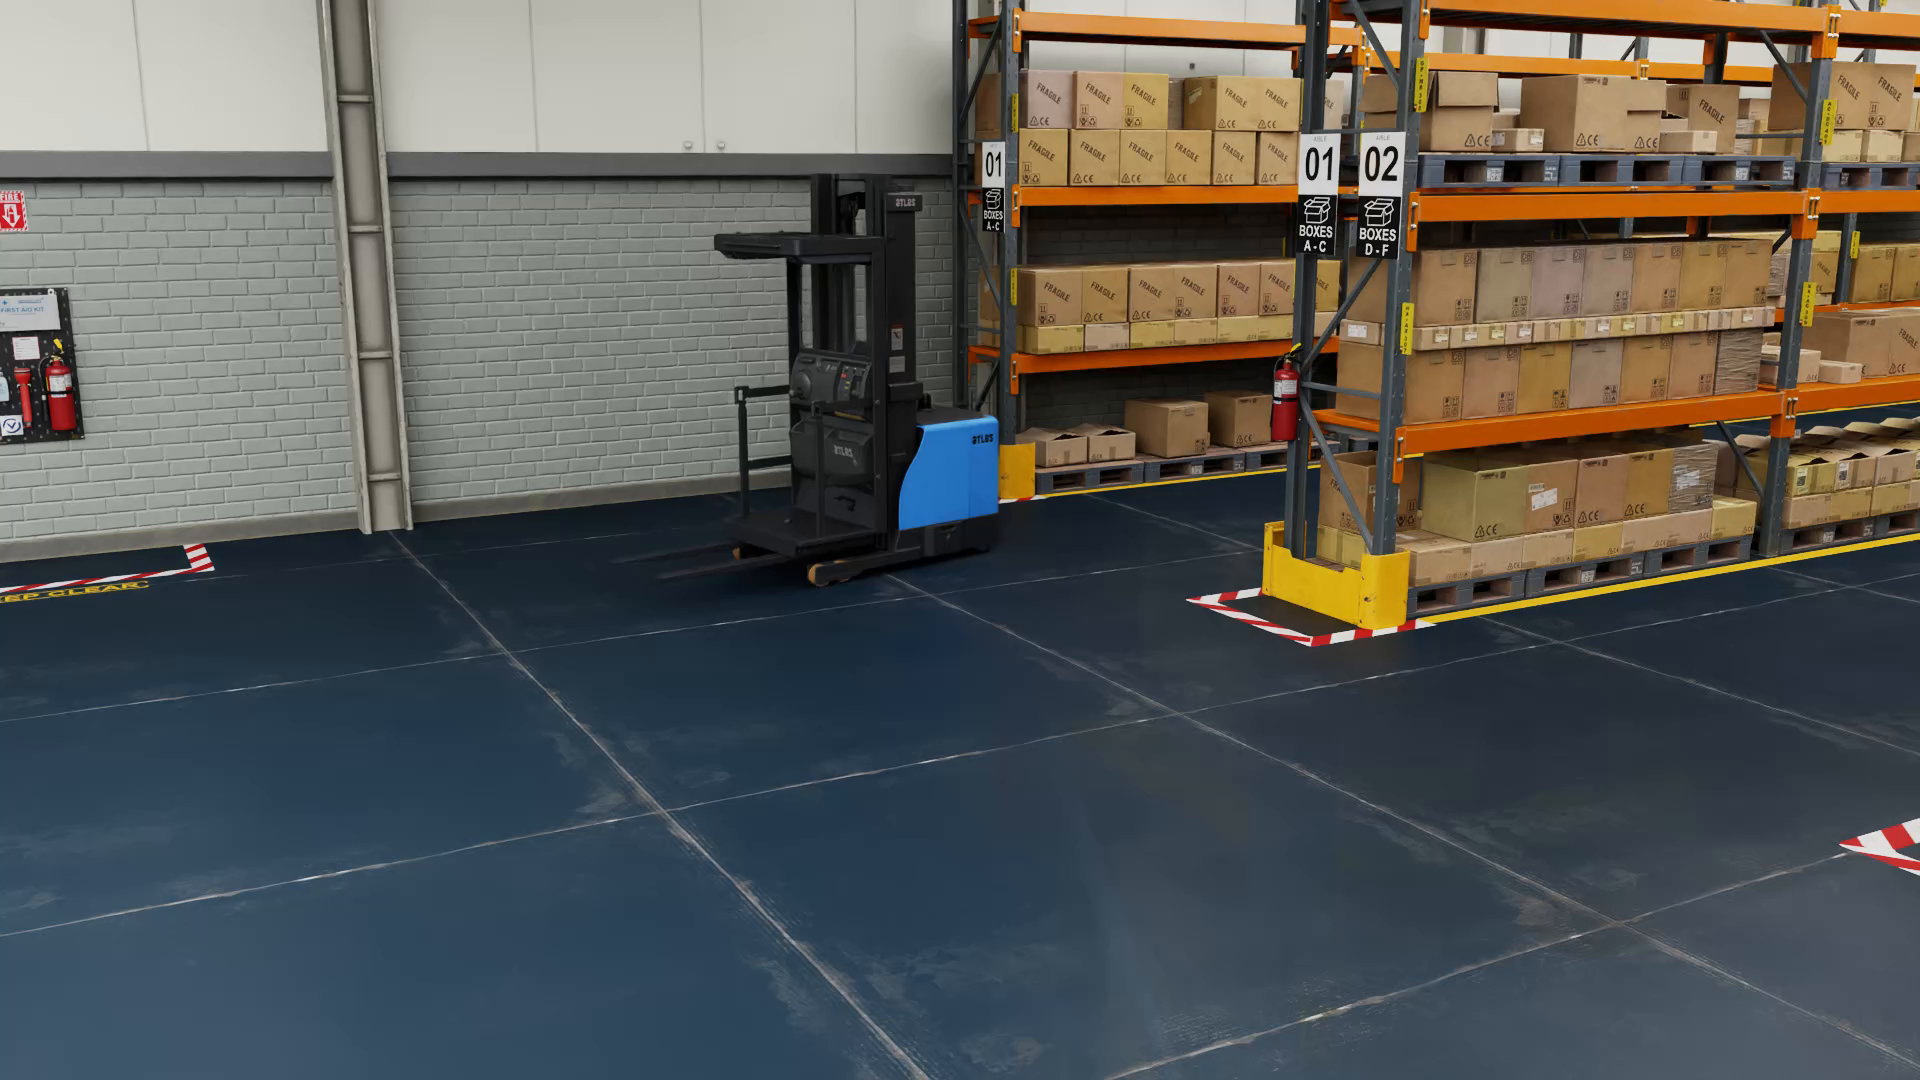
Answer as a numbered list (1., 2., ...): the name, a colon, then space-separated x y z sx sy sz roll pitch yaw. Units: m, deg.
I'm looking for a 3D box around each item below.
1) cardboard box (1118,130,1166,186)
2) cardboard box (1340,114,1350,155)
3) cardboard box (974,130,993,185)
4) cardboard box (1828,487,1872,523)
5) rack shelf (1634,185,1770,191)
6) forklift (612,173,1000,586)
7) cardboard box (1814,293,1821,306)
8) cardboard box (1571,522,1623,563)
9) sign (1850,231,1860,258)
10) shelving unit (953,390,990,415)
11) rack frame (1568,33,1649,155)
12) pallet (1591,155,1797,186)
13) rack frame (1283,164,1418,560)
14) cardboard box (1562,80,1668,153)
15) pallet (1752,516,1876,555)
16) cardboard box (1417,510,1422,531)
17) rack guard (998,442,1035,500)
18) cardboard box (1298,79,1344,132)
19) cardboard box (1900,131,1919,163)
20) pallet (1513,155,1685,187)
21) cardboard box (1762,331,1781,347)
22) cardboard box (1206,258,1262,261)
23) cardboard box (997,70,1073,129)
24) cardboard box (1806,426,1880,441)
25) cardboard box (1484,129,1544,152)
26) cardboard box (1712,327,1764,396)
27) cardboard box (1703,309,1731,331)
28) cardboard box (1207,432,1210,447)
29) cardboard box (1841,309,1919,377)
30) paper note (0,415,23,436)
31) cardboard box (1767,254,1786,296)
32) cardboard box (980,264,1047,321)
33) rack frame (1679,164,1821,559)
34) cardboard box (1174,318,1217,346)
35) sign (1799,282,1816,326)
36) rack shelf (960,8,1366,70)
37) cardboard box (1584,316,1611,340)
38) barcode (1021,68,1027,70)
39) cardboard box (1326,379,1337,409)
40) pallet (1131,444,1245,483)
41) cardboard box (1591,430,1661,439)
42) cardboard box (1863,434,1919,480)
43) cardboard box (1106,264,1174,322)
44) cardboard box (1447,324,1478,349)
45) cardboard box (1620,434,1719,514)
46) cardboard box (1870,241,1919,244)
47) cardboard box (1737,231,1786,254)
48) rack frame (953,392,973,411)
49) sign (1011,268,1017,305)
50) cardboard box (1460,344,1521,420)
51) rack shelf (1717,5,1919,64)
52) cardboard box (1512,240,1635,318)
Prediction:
1. cardboard box: 1.575 -3.566 15.518 0.500 0.500 0.500 -6 14 -25
2. cardboard box: 4.248 -4.132 17.122 0.500 0.500 0.500 -5 13 -20
3. cardboard box: 0.464 -3.567 15.521 0.500 0.500 0.500 -6 14 -24
4. cardboard box: 7.029 -0.330 13.551 0.500 0.250 0.500 -6 14 -26
5. rack shelf: 8.996 -4.117 19.876 4.000 0.370 1.077 -7 14 -28
6. forklift: -1.130 -1.221 12.358 3.031 2.935 1.130 -11 17 -39
7. cardboard box: 10.381 -2.981 20.548 0.250 0.149 0.380 -7 14 -27
8. cardboard box: 4.491 -0.032 12.227 0.500 0.250 0.500 -7 14 -28
9. sign: 11.020 -3.637 20.482 0.005 0.325 0.100 -7 14 -28
10. shelving unit: 0.096 -0.606 13.570 0.189 1.200 0.258 -11 17 -39
11. rack frame: 7.241 -5.721 18.532 0.127 3.000 1.000 -7 14 -28
12. pallet: 5.371 -2.744 12.341 1.213 0.211 1.003 -7 14 -28
13. rack frame: 2.596 -0.998 11.211 0.127 3.000 1.000 -7 14 -28
14. cardboard box: 4.601 -3.057 12.017 0.637 0.503 0.797 -5 14 -22
15. pallet: 6.735 -0.143 13.765 1.213 0.211 1.003 -7 14 -28
16. cardboard box: 3.358 -0.030 12.215 0.500 0.250 0.500 -7 14 -28
17. rack guard: 0.286 -0.741 15.761 0.348 0.500 1.175 -7 14 -28
18. cardboard box: 3.420 -4.278 16.403 0.500 0.500 0.500 -8 15 -33
19. cardboard box: 7.814 -3.203 13.563 0.500 0.250 0.500 -8 15 -33
20. pallet: 4.301 -2.617 11.774 1.213 0.211 1.003 -7 14 -28
21. cardboard box: 9.465 -2.183 20.418 0.750 0.750 0.750 -6 14 -26
22. cardboard box: 2.762 -2.612 16.974 0.500 0.500 0.500 -7 14 -28
23. cardboard box: 0.674 -3.956 14.971 0.500 0.500 0.500 -8 15 -32
24. cardboard box: 7.661 -0.814 14.422 0.500 0.311 0.500 -7 14 -29
25. cardboard box: 3.713 -2.702 11.247 0.250 0.149 0.380 -7 14 -28
26. cardboard box: 5.720 -1.420 12.857 0.500 0.500 0.700 -7 15 -29
27. cardboard box: 5.524 -1.660 12.450 0.250 0.149 0.380 -7 15 -30
28. cardboard box: 2.317 -1.032 16.855 0.250 0.149 0.380 -8 15 -32
29. cardboard box: 7.691 -1.653 13.896 0.500 0.500 0.500 -7 14 -28
30. paper note: -7.223 -0.874 12.665 0.142 0.148 0.016 -7 14 -28
31. cardboard box: 9.579 -3.214 20.109 0.500 0.500 0.500 -7 14 -28
32. cardboard box: 0.531 -2.345 15.786 0.500 0.500 0.500 -7 14 -28
33. rack frame: 6.107 -1.419 13.081 0.127 3.000 1.000 -7 14 -28
34. cardboard box: 2.143 -2.041 16.144 0.500 0.250 0.500 -7 14 -27
35. sign: 6.374 -1.773 12.503 0.005 0.325 0.100 -7 14 -28
36. rack shelf: 1.975 -4.737 15.807 4.000 0.370 1.077 -7 14 -28
37. cardboard box: 4.393 -1.524 11.846 0.250 0.149 0.380 -7 14 -27
38. barcode: 0.603 -4.416 15.696 0.075 0.075 0.001 -7 14 -28
39. cardboard box: 4.368 -1.449 17.906 0.500 0.500 0.700 -6 14 -26
40. pallet: 2.085 -0.806 16.709 1.213 0.211 1.003 -7 14 -28
41. cardboard box: 5.115 -0.605 13.065 0.500 0.500 0.500 -7 14 -28
42. cardboard box: 7.938 -0.713 13.975 0.500 0.311 0.500 -6 14 -26
43. cardboard box: 1.677 -2.350 15.808 0.500 0.500 0.500 -7 15 -30
44. cardboard box: 3.274 -1.391 11.254 0.250 0.149 0.380 -7 15 -29
45. cardboard box: 5.360 -0.507 12.627 0.500 0.500 0.500 -7 14 -28
46. cardboard box: 12.513 -3.569 21.953 0.700 0.700 0.980 -8 15 -31
47. cardboard box: 9.563 -3.580 20.026 0.500 0.250 0.500 -7 14 -27
48. rack frame: 0.026 -0.593 13.512 0.006 1.200 0.240 -11 17 -39
49. sign: 0.479 -2.270 14.892 0.005 0.325 0.100 -7 14 -28
50. cardboard box: 3.470 -1.149 11.657 0.500 0.500 0.700 -6 14 -26
51. rack shelf: 7.862 -4.010 13.480 4.000 0.370 1.077 -7 14 -28
52. cardboard box: 4.399 -1.894 12.011 0.500 0.500 0.700 -7 14 -28
